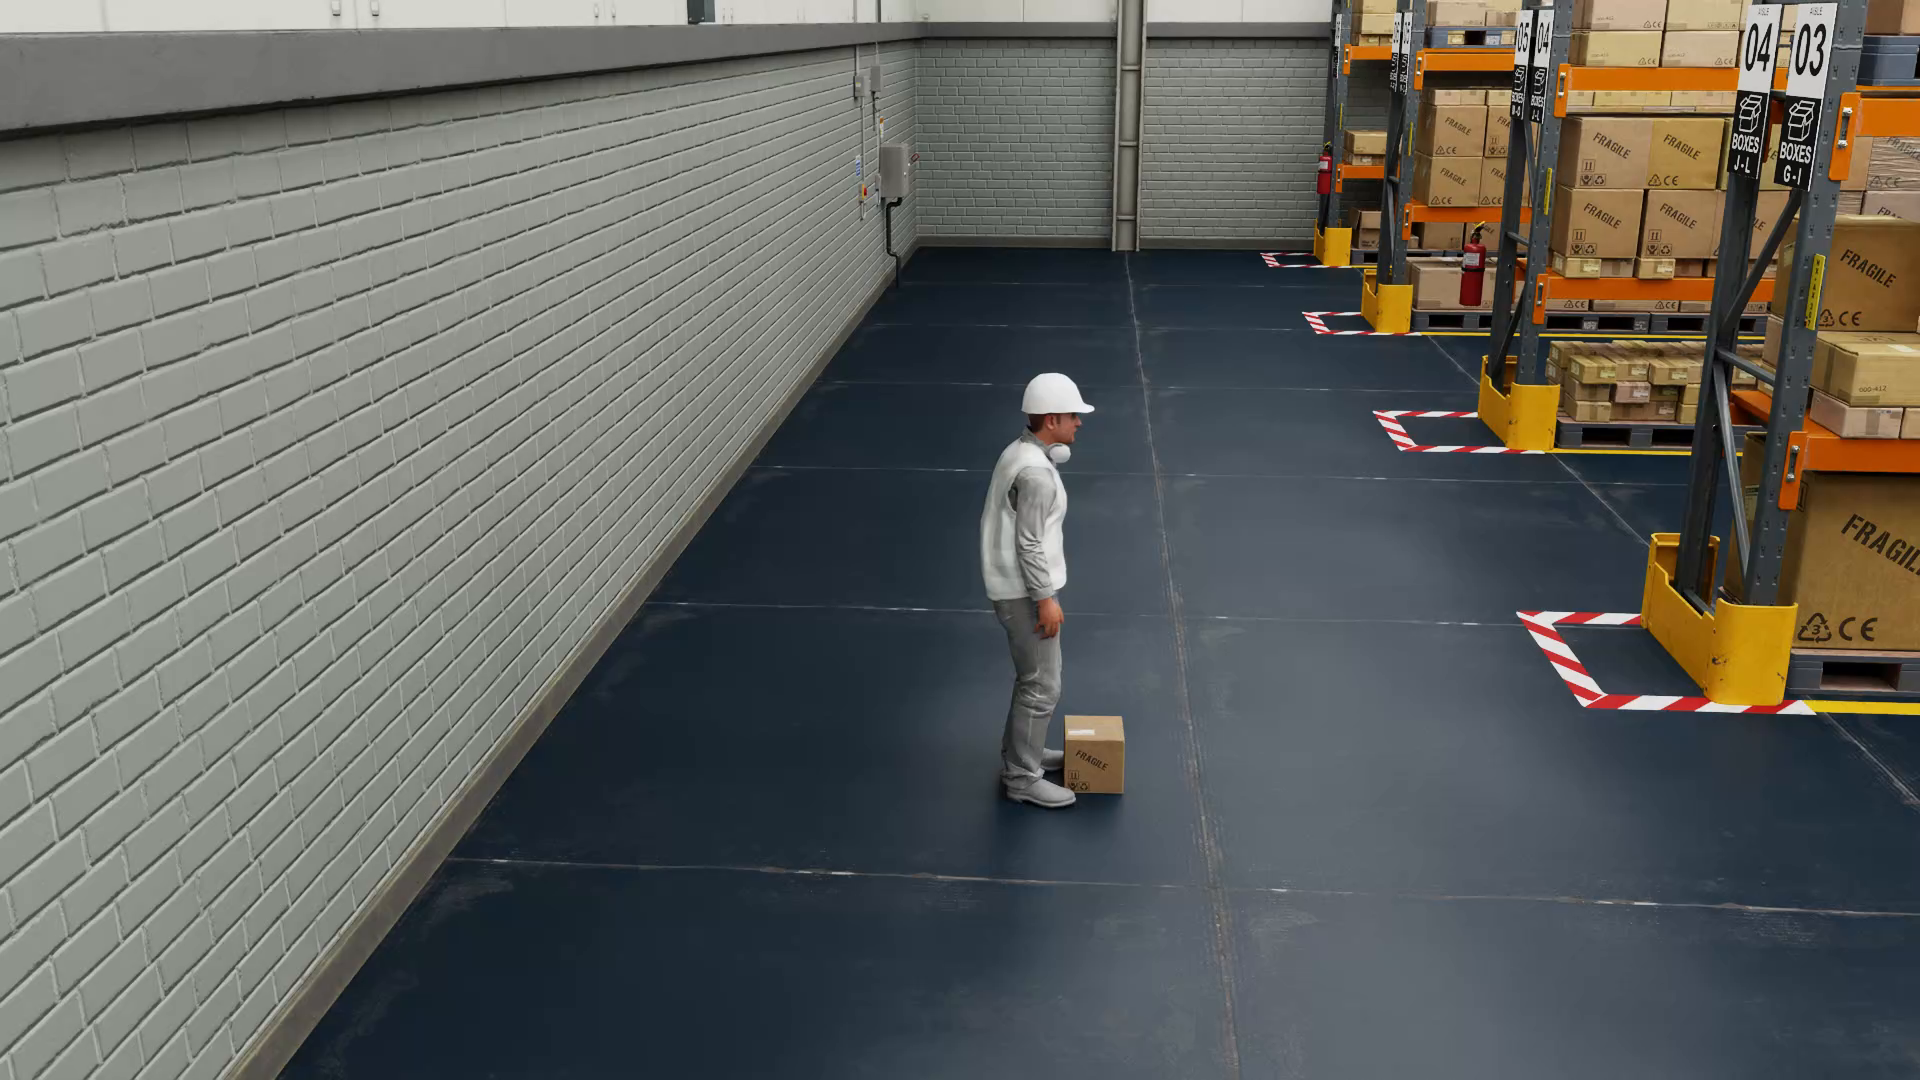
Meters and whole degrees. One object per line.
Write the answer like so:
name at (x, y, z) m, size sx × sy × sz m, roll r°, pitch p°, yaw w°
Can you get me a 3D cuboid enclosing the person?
person at (0.314, 0.185, 6.910) m, size 0.458 × 1.773 × 0.591 m, roll 1°, pitch 17°, yaw 2°
